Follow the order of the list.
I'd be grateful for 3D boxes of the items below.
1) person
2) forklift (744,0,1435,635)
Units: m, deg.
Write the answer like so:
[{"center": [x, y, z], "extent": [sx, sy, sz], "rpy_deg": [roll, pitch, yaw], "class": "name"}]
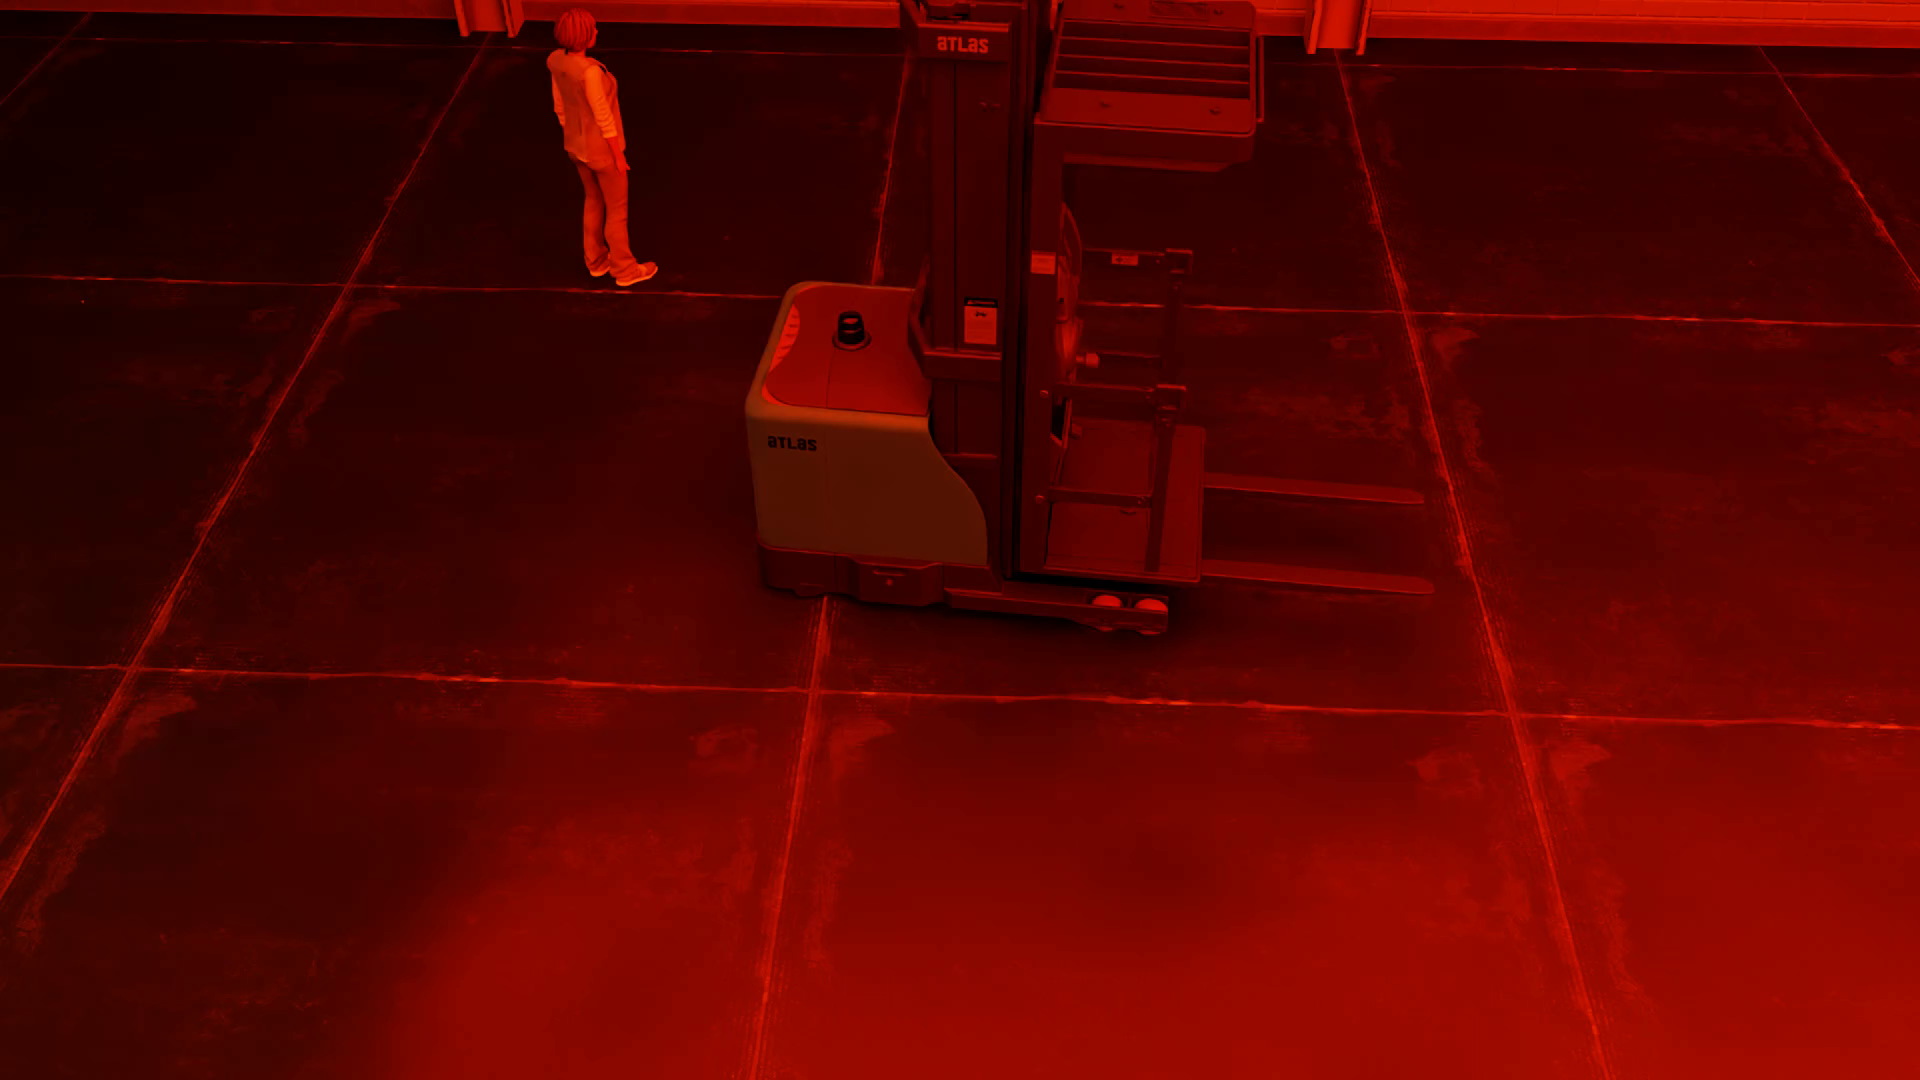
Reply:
[{"center": [-1.972, -2.135, 9.068], "extent": [0.444, 1.602, 0.329], "rpy_deg": [29, 50, 28], "class": "person"}, {"center": [0.634, -1.040, 6.882], "extent": [3.031, 2.935, 1.130], "rpy_deg": [5, 43, 5], "class": "forklift"}]
